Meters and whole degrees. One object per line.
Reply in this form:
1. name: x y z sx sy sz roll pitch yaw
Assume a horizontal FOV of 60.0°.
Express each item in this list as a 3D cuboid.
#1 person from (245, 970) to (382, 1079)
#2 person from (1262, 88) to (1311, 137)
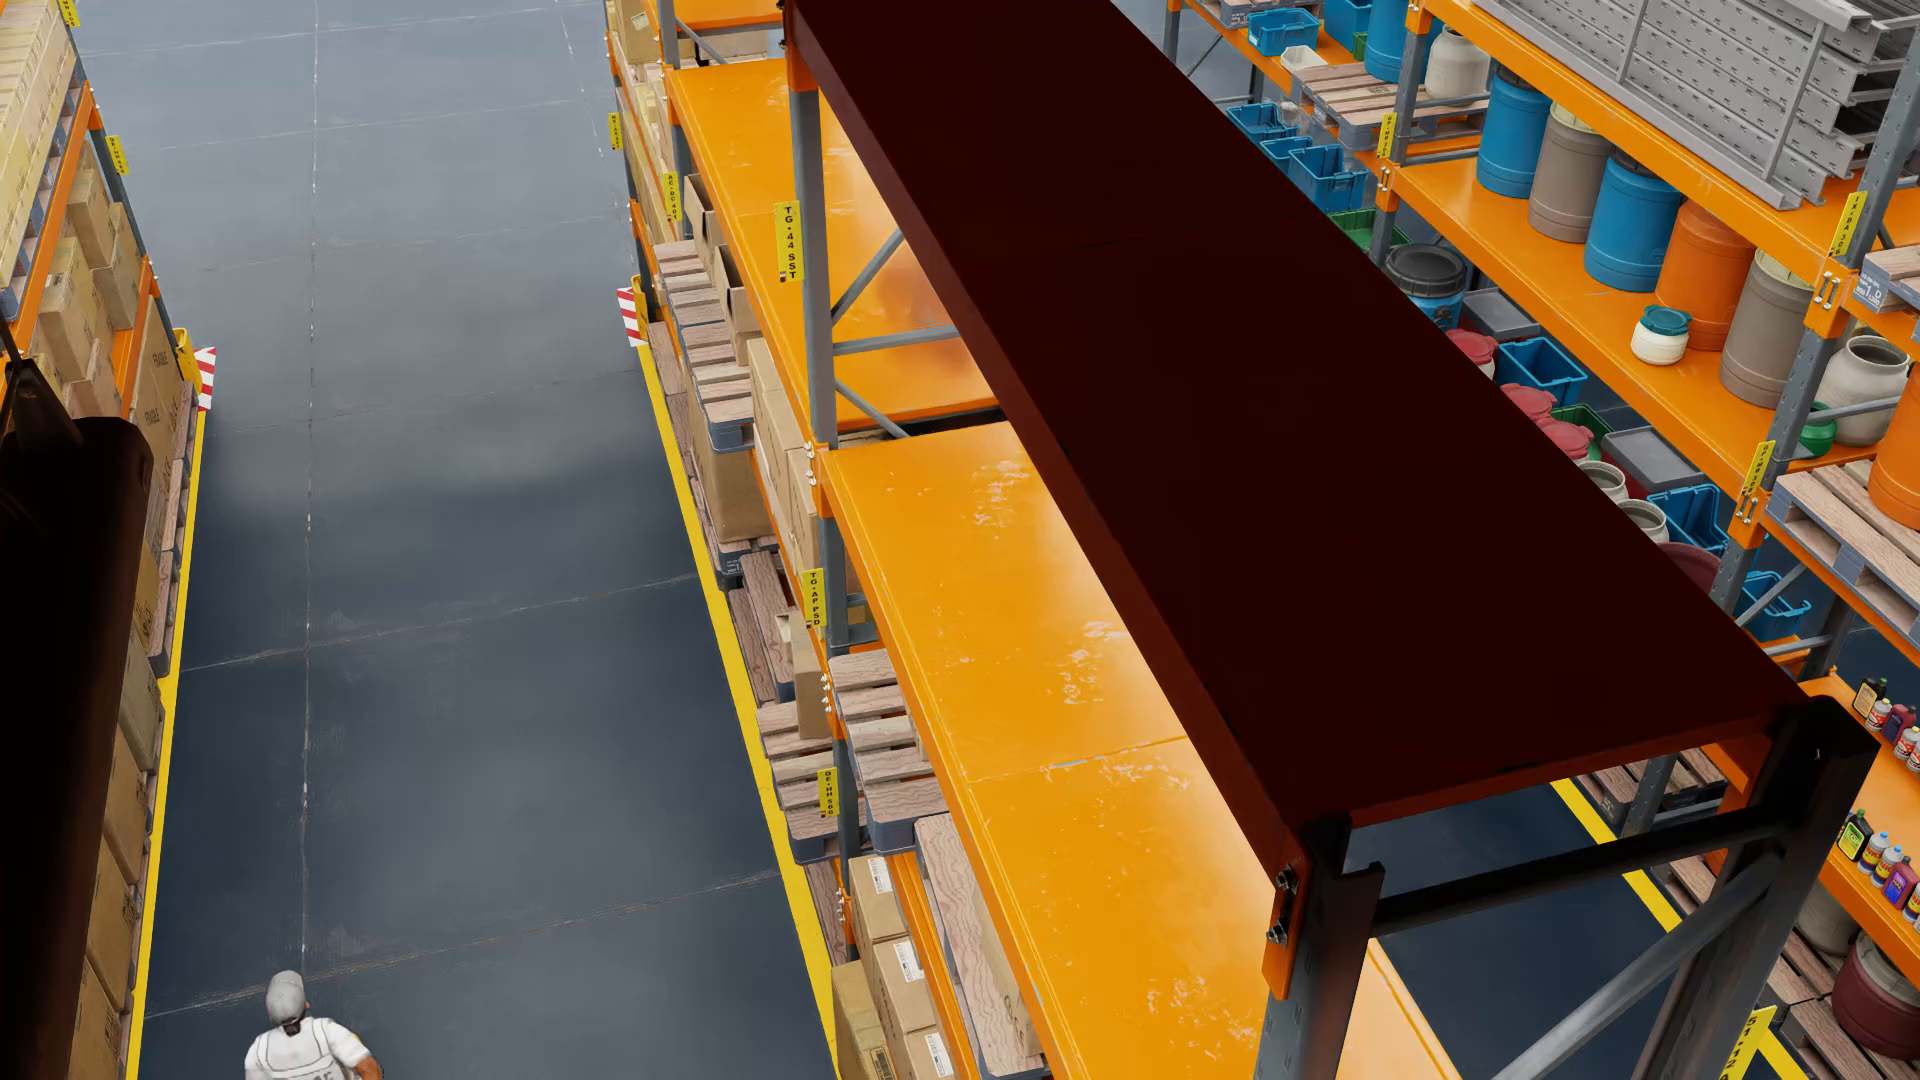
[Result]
1. person: -3.071 2.756 8.090 0.592 1.592 0.664 -16 41 -19
2. person: 3.382 -4.290 16.963 0.798 1.587 0.569 -3 38 -3
